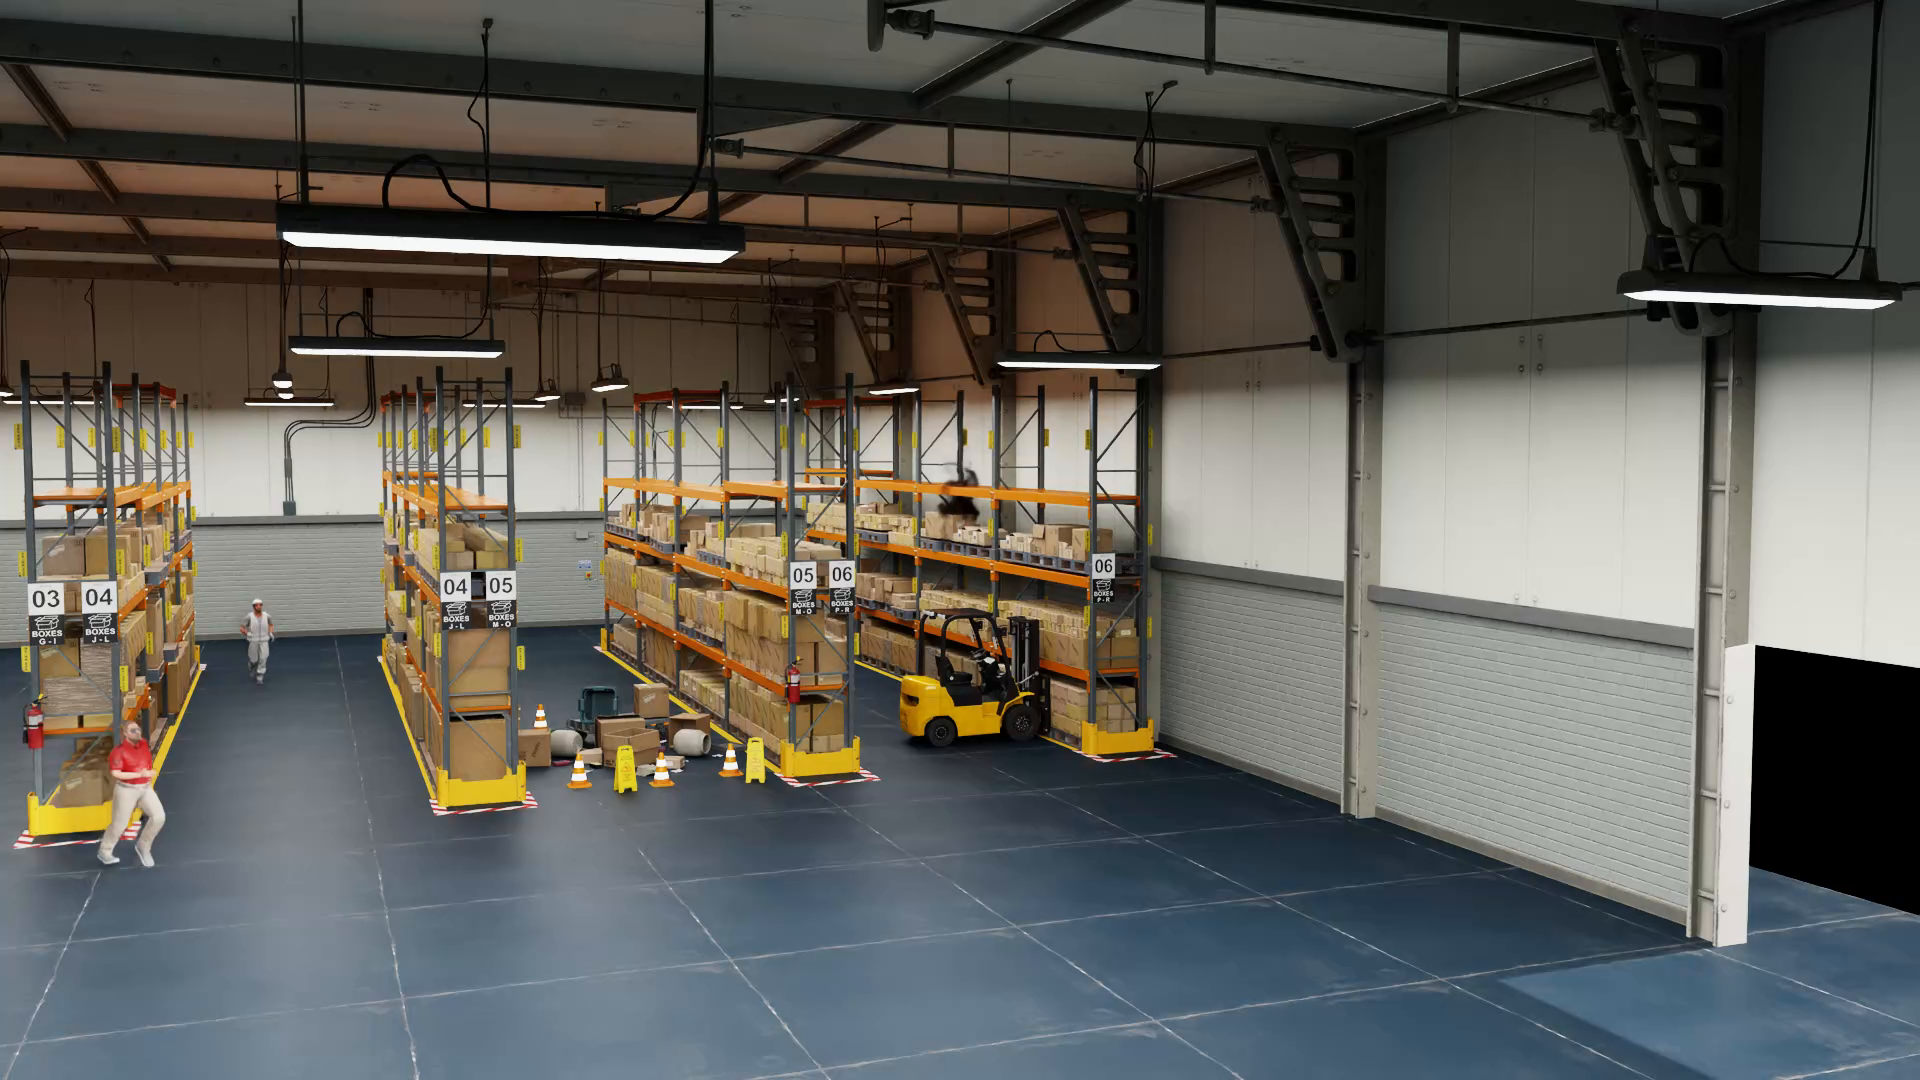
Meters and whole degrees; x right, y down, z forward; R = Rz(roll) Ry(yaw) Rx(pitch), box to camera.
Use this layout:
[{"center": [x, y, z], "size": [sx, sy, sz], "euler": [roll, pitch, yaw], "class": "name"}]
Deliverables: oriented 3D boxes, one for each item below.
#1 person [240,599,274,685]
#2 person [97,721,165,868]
[{"center": [-14.386, 2.079, 34.074], "size": [0.666, 1.748, 0.691], "euler": [-2, 4, -34], "class": "person"}, {"center": [-9.657, 2.979, 19.442], "size": [0.893, 1.750, 0.672], "euler": [2, 4, 25], "class": "person"}]
